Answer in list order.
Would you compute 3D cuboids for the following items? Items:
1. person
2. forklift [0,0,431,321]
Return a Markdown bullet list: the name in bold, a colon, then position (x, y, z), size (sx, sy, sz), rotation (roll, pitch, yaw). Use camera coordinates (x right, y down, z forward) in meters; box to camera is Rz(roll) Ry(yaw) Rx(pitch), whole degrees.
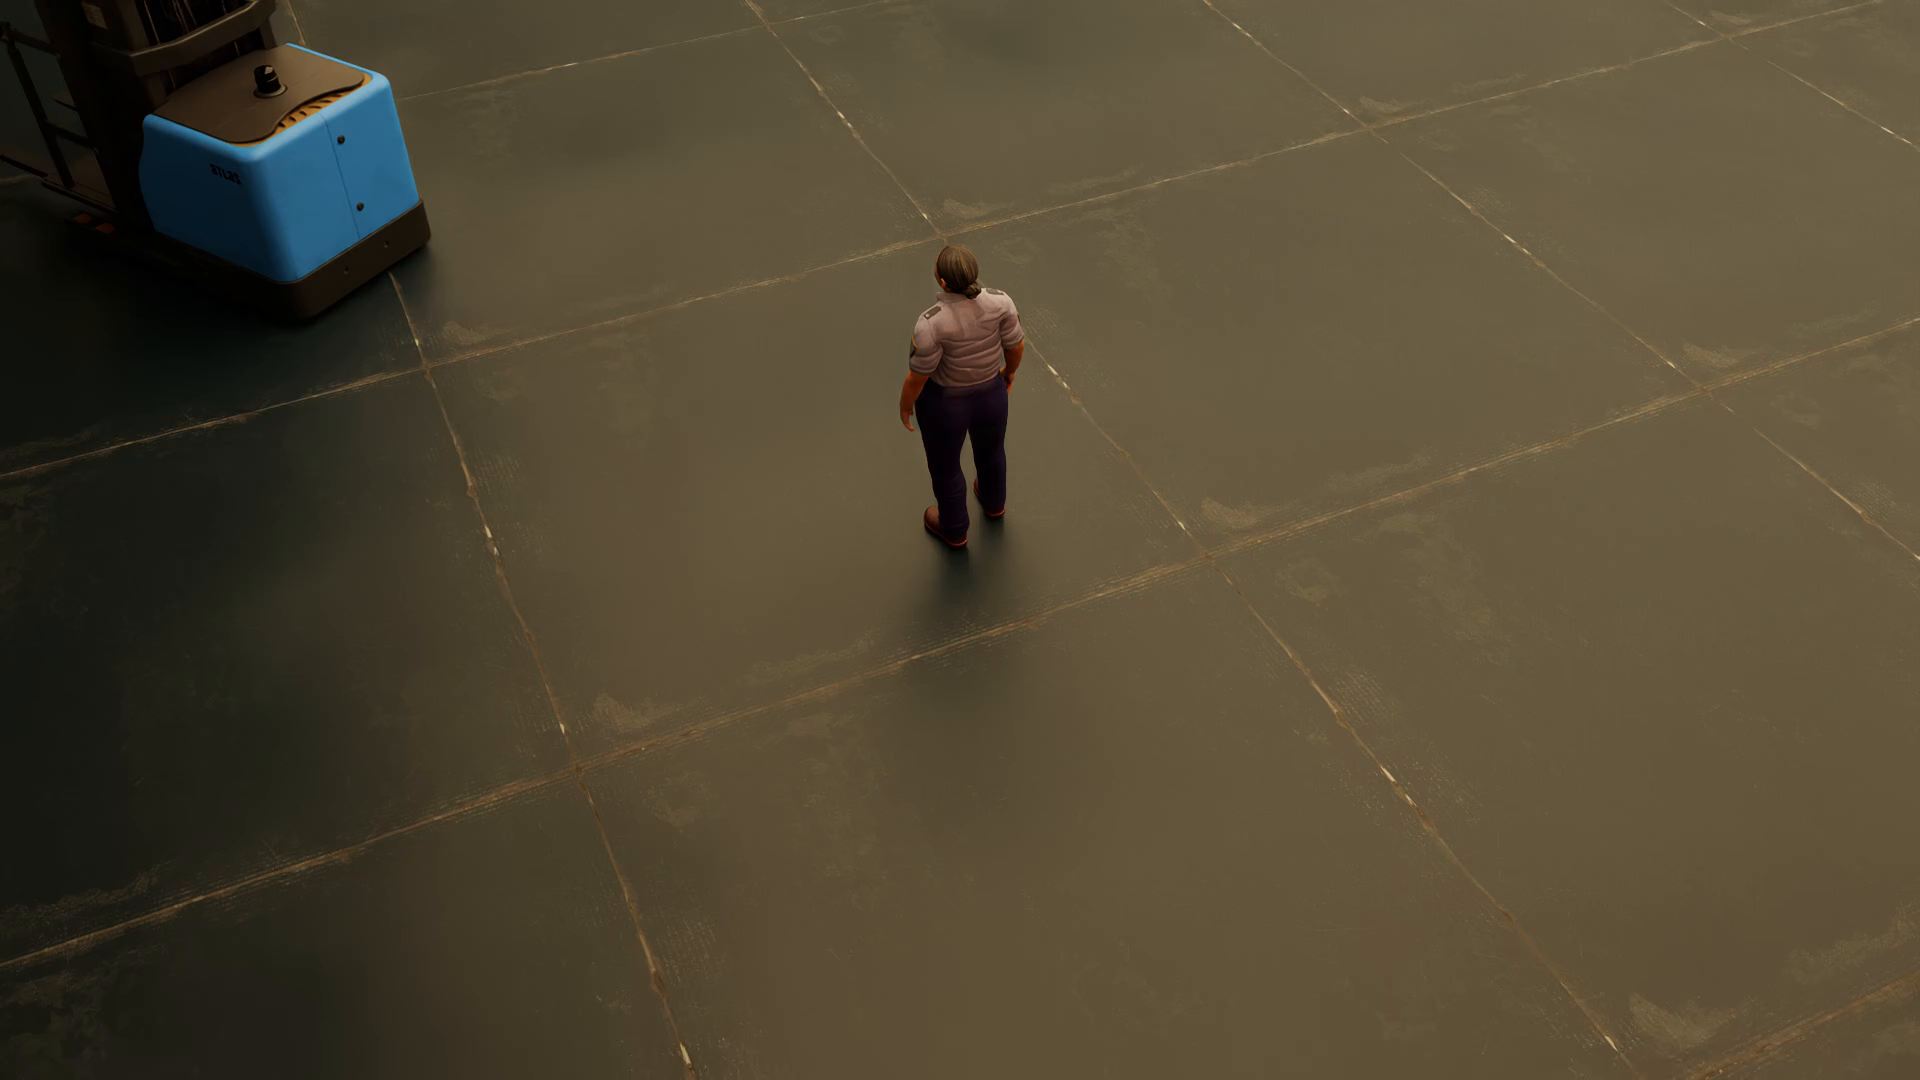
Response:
- **person**: position (-0.017, -0.670, 7.328), size (0.598, 1.651, 0.502), rotation (-18, 46, -18)
- **forklift**: position (-4.581, -3.016, 8.912), size (3.031, 2.935, 1.130), rotation (22, 47, 22)
